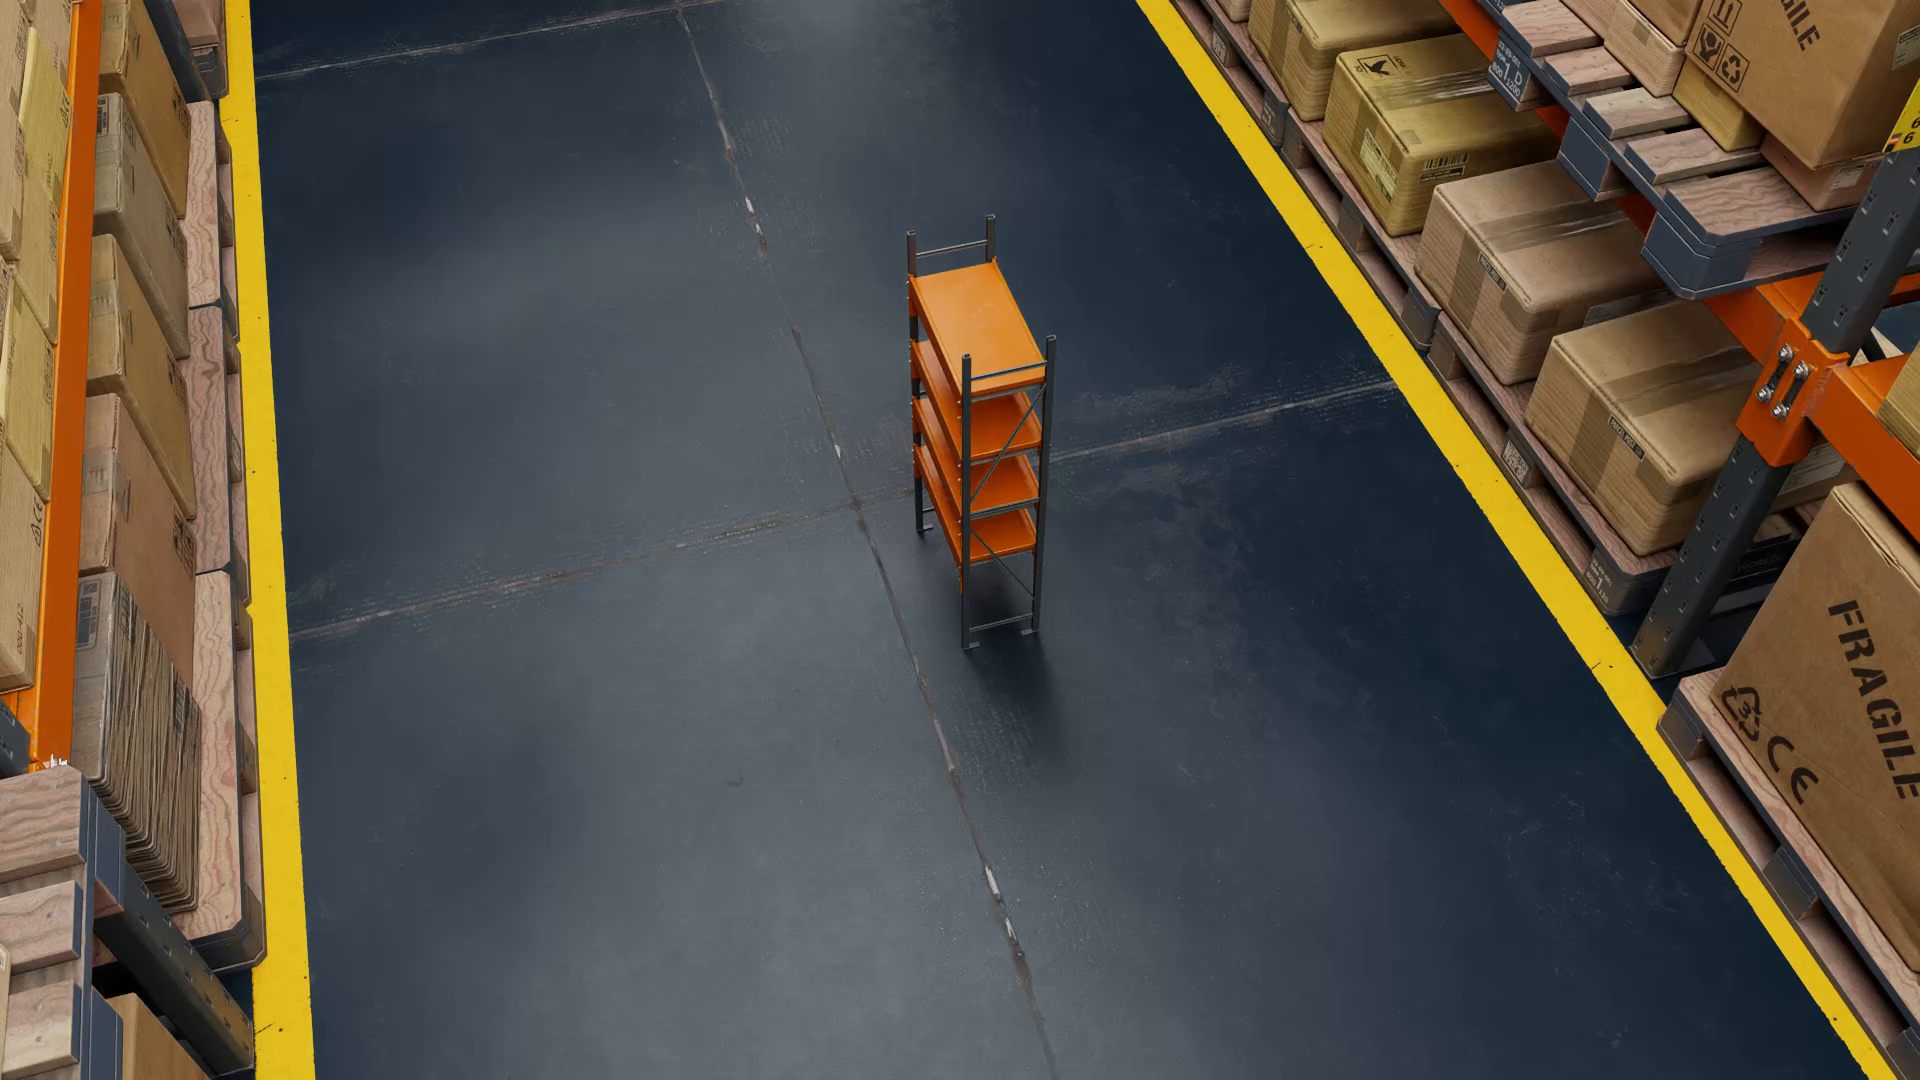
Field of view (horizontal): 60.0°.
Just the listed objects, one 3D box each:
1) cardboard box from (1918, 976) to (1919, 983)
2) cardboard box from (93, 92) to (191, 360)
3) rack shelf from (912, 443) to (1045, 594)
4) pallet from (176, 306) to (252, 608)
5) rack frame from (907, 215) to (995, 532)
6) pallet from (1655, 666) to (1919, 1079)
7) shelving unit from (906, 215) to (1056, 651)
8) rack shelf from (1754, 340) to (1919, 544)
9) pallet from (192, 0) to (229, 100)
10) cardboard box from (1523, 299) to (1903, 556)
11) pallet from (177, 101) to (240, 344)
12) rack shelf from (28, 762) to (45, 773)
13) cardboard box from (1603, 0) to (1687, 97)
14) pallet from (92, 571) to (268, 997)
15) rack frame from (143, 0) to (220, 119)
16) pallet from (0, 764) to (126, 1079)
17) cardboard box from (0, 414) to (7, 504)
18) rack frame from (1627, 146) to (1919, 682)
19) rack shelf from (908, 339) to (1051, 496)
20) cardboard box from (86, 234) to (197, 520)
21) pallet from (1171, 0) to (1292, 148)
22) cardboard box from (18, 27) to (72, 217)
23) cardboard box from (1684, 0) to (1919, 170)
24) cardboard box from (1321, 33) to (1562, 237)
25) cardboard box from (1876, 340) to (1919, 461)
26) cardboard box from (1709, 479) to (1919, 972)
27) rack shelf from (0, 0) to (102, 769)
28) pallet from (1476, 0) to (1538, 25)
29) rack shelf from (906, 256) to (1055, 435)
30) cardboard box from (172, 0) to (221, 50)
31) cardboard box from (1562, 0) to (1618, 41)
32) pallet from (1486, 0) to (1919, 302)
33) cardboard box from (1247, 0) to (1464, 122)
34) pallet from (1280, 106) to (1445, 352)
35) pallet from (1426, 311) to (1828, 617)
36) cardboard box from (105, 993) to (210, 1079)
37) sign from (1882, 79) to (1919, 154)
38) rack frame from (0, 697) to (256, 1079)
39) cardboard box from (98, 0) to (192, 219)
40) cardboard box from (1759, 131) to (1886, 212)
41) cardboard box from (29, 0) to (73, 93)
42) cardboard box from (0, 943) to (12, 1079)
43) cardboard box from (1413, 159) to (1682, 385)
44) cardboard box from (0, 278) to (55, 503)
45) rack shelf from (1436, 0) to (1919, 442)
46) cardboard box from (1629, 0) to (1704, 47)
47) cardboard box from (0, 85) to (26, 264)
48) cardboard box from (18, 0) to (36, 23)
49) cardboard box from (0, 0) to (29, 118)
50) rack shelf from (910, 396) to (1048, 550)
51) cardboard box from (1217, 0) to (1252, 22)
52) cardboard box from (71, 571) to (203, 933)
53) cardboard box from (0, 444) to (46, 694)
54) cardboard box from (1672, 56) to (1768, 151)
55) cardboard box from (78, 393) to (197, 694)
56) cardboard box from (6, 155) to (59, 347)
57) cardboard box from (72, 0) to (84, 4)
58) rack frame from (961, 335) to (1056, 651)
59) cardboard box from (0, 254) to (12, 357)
[{"bbox_3d":[2.876,1.019,3.544,0.875,0.875,0.875,-13,51,-11],"label":"cardboard box"},{"bbox_3d":[-3.045,-0.926,5.347,0.875,0.625,0.625,-14,51,-11],"label":"cardboard box"},{"bbox_3d":[0.049,-0.094,4.893,0.258,0.148,0.480,-13,51,-11],"label":"rack shelf"},{"bbox_3d":[-2.812,-0.182,5.266,1.003,0.211,1.213,-13,51,-11],"label":"pallet"},{"bbox_3d":[-0.023,-0.444,4.840,0.240,1.200,0.015,-13,51,-11],"label":"rack frame"},{"bbox_3d":[2.653,0.785,4.450,1.003,0.211,1.213,-13,51,-11],"label":"pallet"},{"bbox_3d":[0.049,-0.266,4.689,0.258,1.200,0.503,-13,51,-11],"label":"shelving unit"},{"bbox_3d":[3.083,0.986,2.927,1.077,0.370,4.000,-13,51,-11],"label":"rack shelf"},{"bbox_3d":[-3.627,-2.195,6.962,1.003,0.211,1.213,-13,51,-11],"label":"pallet"},{"bbox_3d":[2.334,-0.410,5.078,0.950,0.372,0.625,-16,52,-13],"label":"cardboard box"},{"bbox_3d":[-3.177,-1.075,6.018,1.003,0.211,1.213,-13,51,-11],"label":"pallet"},{"bbox_3d":[-1.658,2.111,1.979,1.077,0.370,4.000,-13,51,-11],"label":"rack shelf"},{"bbox_3d":[1.904,-1.300,4.274,0.380,0.149,0.250,-14,51,-11],"label":"cardboard box"},{"bbox_3d":[-2.455,0.707,4.516,1.003,0.211,1.213,-13,51,-11],"label":"pallet"},{"bbox_3d":[-3.432,-2.503,5.398,1.000,3.000,0.127,-13,51,-11],"label":"rack frame"},{"bbox_3d":[-1.982,0.959,2.605,1.213,0.211,1.003,-13,51,-11],"label":"pallet"},{"bbox_3d":[-2.123,-0.079,3.126,0.500,0.250,0.500,-13,51,-11],"label":"cardboard box"},{"bbox_3d":[2.491,-0.707,3.884,1.000,3.000,0.127,-13,51,-11],"label":"rack frame"},{"bbox_3d":[0.049,-0.367,4.570,0.258,0.148,0.480,-13,51,-11],"label":"rack shelf"},{"bbox_3d":[-2.821,-0.377,4.885,0.875,0.625,0.625,-15,52,-12],"label":"cardboard box"},{"bbox_3d":[1.540,-2.161,6.934,1.003,0.211,1.213,-13,51,-11],"label":"pallet"},{"bbox_3d":[-2.602,-1.035,4.259,0.500,0.250,0.500,-12,51,-10],"label":"cardboard box"},{"bbox_3d":[2.091,-1.239,3.798,0.500,0.500,0.500,-15,51,-12],"label":"cardboard box"},{"bbox_3d":[1.889,-1.502,5.998,0.950,0.372,0.625,-12,51,-10],"label":"cardboard box"},{"bbox_3d":[2.396,-0.244,3.592,0.500,0.250,0.500,-14,51,-12],"label":"cardboard box"},{"bbox_3d":[2.616,0.366,4.094,0.875,0.875,0.875,-14,51,-11],"label":"cardboard box"},{"bbox_3d":[-2.841,-0.810,4.442,1.077,0.370,4.000,-13,51,-11],"label":"rack shelf"},{"bbox_3d":[1.867,-2.081,5.168,1.003,0.211,1.213,-13,51,-11],"label":"pallet"},{"bbox_3d":[0.049,-0.519,4.389,0.258,0.148,0.480,-13,51,-11],"label":"rack shelf"},{"bbox_3d":[-3.259,-2.180,6.650,0.500,0.250,0.500,-13,51,-11],"label":"cardboard box"},{"bbox_3d":[1.837,-1.486,4.431,0.380,0.149,0.250,-16,52,-13],"label":"cardboard box"},{"bbox_3d":[2.179,-1.141,4.376,1.213,0.211,1.003,-13,51,-11],"label":"pallet"},{"bbox_3d":[1.682,-2.010,6.426,0.950,0.372,0.625,-10,51,-9],"label":"cardboard box"},{"bbox_3d":[1.905,-1.268,6.181,1.003,0.211,1.213,-13,51,-11],"label":"pallet"},{"bbox_3d":[2.262,-0.379,5.431,1.003,0.211,1.213,-13,51,-11],"label":"pallet"},{"bbox_3d":[-1.919,1.349,3.511,0.500,0.500,0.500,-12,51,-10],"label":"cardboard box"},{"bbox_3d":[1.976,-0.925,3.362,0.100,0.325,0.005,-13,51,-11],"label":"sign"},{"bbox_3d":[-2.249,0.418,2.935,1.000,3.000,0.127,-13,51,-11],"label":"rack frame"},{"bbox_3d":[-3.267,-1.494,5.826,0.875,0.625,0.625,-11,51,-9],"label":"cardboard box"},{"bbox_3d":[2.170,-0.947,3.976,0.380,0.149,0.250,-12,51,-10],"label":"cardboard box"},{"bbox_3d":[-2.762,-1.410,4.575,0.500,0.250,0.500,-13,51,-11],"label":"cardboard box"},{"bbox_3d":[-1.688,0.757,2.539,0.380,0.149,0.250,-12,51,-10],"label":"cardboard box"},{"bbox_3d":[2.108,-0.947,5.530,0.950,0.372,0.625,-14,51,-12],"label":"cardboard box"},{"bbox_3d":[-2.291,-0.281,3.623,0.500,0.250,0.500,-14,51,-12],"label":"cardboard box"},{"bbox_3d":[1.900,-1.935,5.390,1.077,0.370,4.000,-13,51,-11],"label":"rack shelf"},{"bbox_3d":[1.928,-1.614,4.114,0.500,0.500,0.500,-14,51,-12],"label":"cardboard box"},{"bbox_3d":[-2.432,-0.826,3.756,0.500,0.250,0.500,-14,51,-12],"label":"cardboard box"},{"bbox_3d":[-2.738,-1.566,4.380,0.500,0.250,0.500,-12,51,-10],"label":"cardboard box"},{"bbox_3d":[-2.607,-1.193,4.065,0.500,0.250,0.500,-13,51,-10],"label":"cardboard box"},{"bbox_3d":[0.049,-0.222,4.741,0.258,0.148,0.480,-13,51,-11],"label":"rack shelf"},{"bbox_3d":[1.466,-2.534,6.868,0.950,0.372,0.625,-13,51,-11],"label":"cardboard box"},{"bbox_3d":[-2.421,0.590,4.069,0.875,0.625,0.625,-12,51,-10],"label":"cardboard box"},{"bbox_3d":[-2.147,0.087,3.312,0.500,0.250,0.500,-13,51,-11],"label":"cardboard box"},{"bbox_3d":[2.021,-1.127,4.128,0.380,0.149,0.250,-13,51,-10],"label":"cardboard box"},{"bbox_3d":[-2.621,0.114,4.470,0.875,0.625,0.625,-12,51,-10],"label":"cardboard box"},{"bbox_3d":[-2.450,-0.656,3.939,0.500,0.250,0.500,-15,51,-12],"label":"cardboard box"},{"bbox_3d":[-2.879,-1.780,4.887,0.500,0.250,0.500,-14,51,-11],"label":"cardboard box"},{"bbox_3d":[0.121,-0.088,4.539,0.240,1.200,0.015,-13,51,-11],"label":"rack frame"},{"bbox_3d":[-2.294,-0.440,3.430,0.500,0.250,0.500,-12,51,-10],"label":"cardboard box"}]
